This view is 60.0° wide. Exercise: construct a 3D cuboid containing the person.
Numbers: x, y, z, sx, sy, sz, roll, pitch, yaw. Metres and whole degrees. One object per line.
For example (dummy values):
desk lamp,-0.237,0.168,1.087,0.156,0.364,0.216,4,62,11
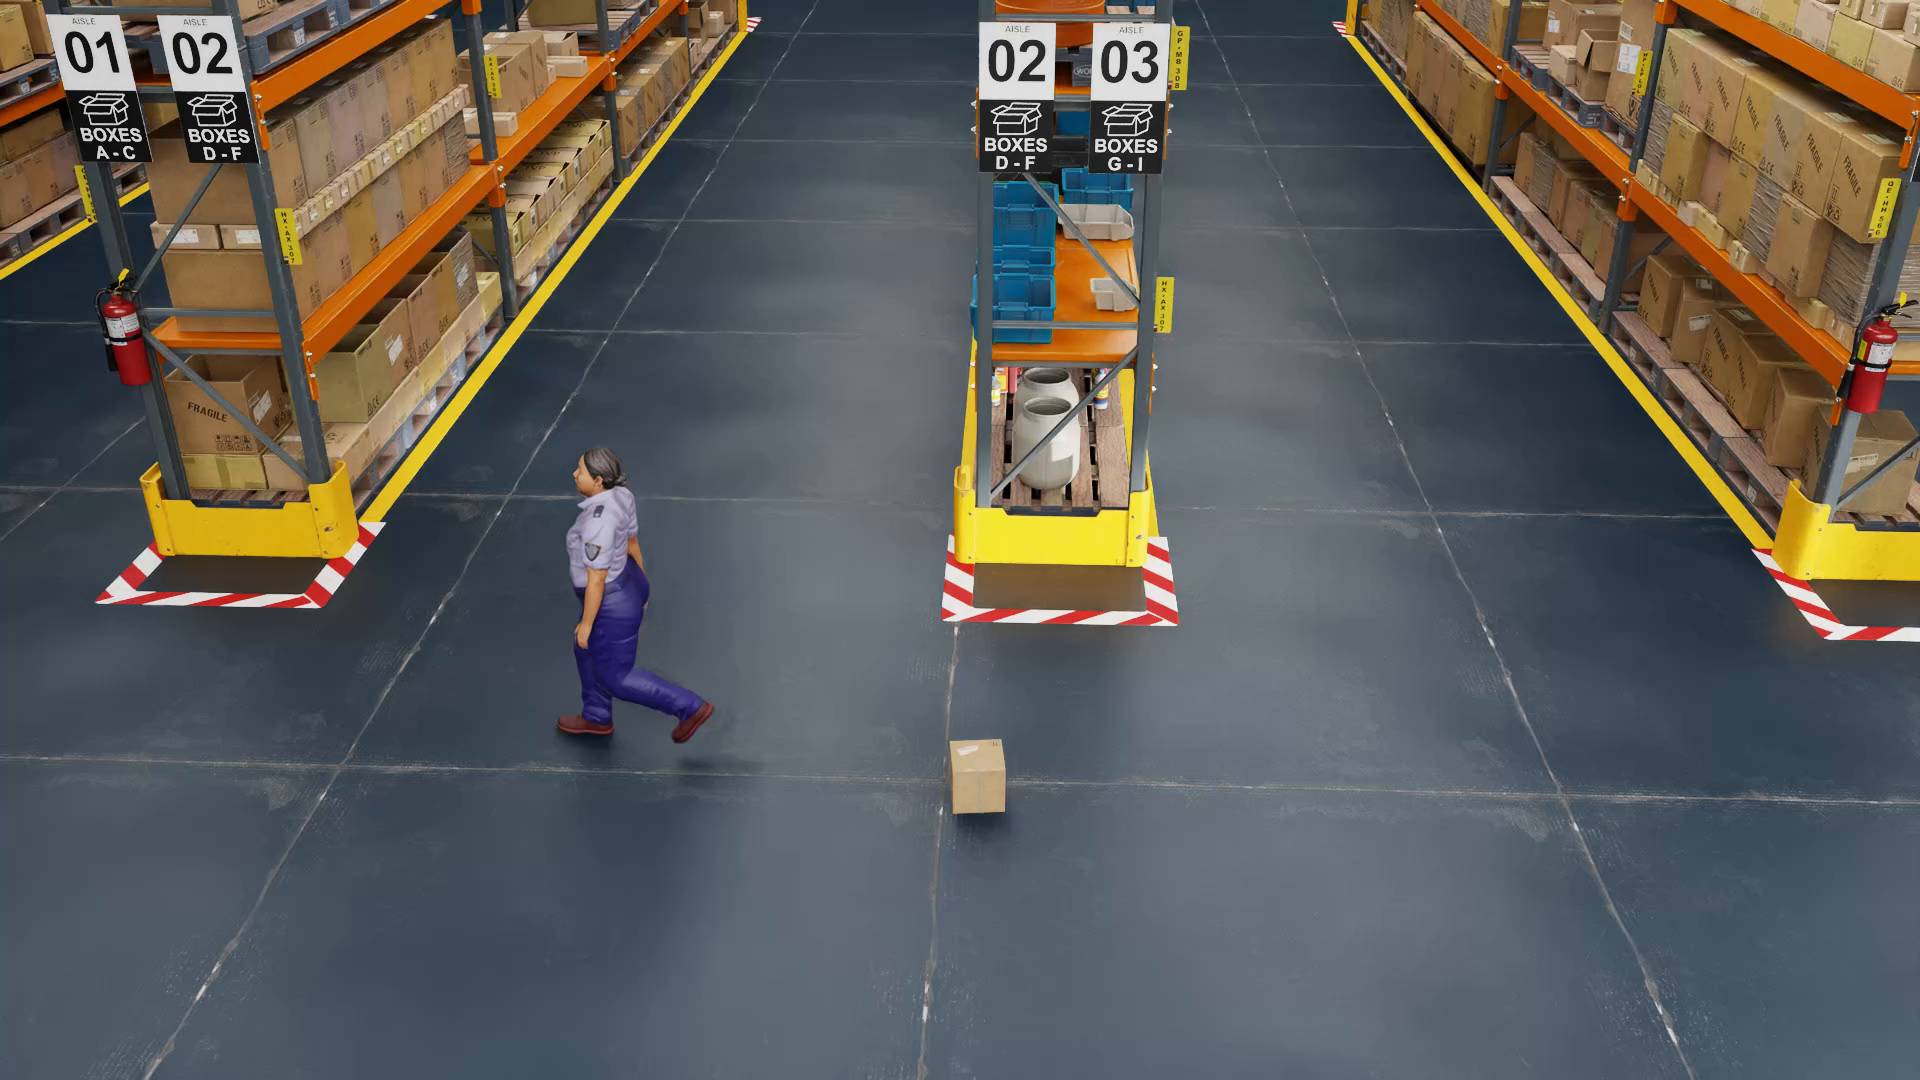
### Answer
person,-1.652,0.297,8.072,0.837,1.601,0.492,2,28,3
